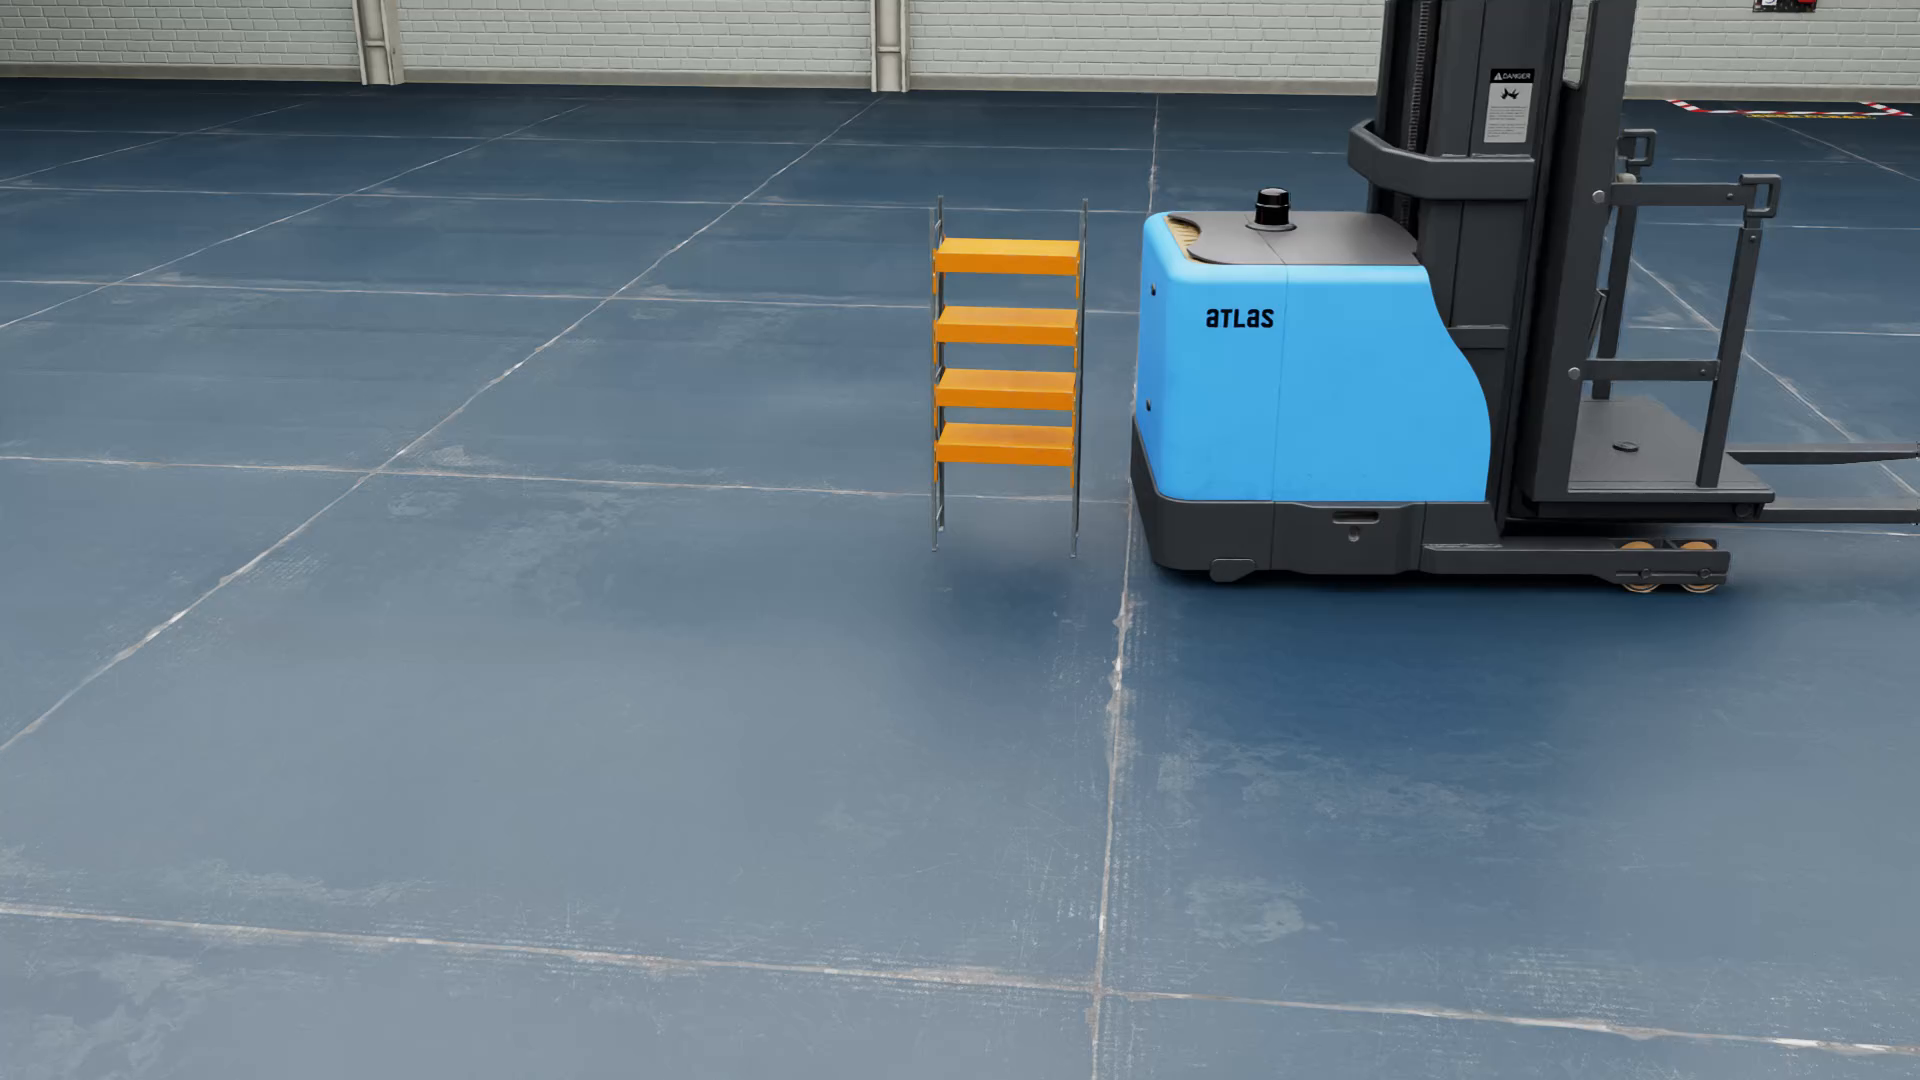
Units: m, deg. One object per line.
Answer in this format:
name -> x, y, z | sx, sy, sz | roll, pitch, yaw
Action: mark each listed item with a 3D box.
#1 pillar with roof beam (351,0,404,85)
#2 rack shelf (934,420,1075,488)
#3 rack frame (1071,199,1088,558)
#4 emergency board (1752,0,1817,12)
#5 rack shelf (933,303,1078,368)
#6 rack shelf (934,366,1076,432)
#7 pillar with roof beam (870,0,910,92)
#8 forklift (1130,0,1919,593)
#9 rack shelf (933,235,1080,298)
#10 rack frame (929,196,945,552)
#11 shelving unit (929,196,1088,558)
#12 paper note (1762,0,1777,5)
pillar with roof beam -> -7.247, -7.956, 13.825 | 0.400, 9.000, 9.100 | 2, 22, 6
rack shelf -> 0.164, -0.304, 5.799 | 0.480, 0.148, 0.258 | 2, 22, 6
rack frame -> 0.407, -0.540, 5.674 | 0.015, 1.200, 0.240 | 2, 22, 6
emergency board -> 8.685, -6.080, 17.240 | 0.643, 1.169, 0.194 | 2, 22, 6
rack shelf -> 0.164, -0.696, 5.644 | 0.480, 0.148, 0.258 | 2, 22, 6
rack shelf -> 0.164, -0.488, 5.726 | 0.480, 0.148, 0.258 | 2, 22, 6
pillar with roof beam -> -1.288, -7.697, 13.169 | 0.400, 9.000, 9.100 | 2, 22, 6
forklift -> 2.163, -1.385, 5.456 | 3.031, 2.935, 1.130 | 0, 22, 0
rack shelf -> 0.164, -0.916, 5.557 | 0.480, 0.148, 0.258 | 2, 22, 6
rack frame -> -0.078, -0.561, 5.728 | 0.015, 1.200, 0.240 | 2, 22, 6
shelving unit -> 0.164, -0.551, 5.701 | 0.503, 1.200, 0.258 | 2, 22, 6
paper note -> 8.518, -5.704, 17.485 | 0.142, 0.148, 0.016 | 2, 22, 6
